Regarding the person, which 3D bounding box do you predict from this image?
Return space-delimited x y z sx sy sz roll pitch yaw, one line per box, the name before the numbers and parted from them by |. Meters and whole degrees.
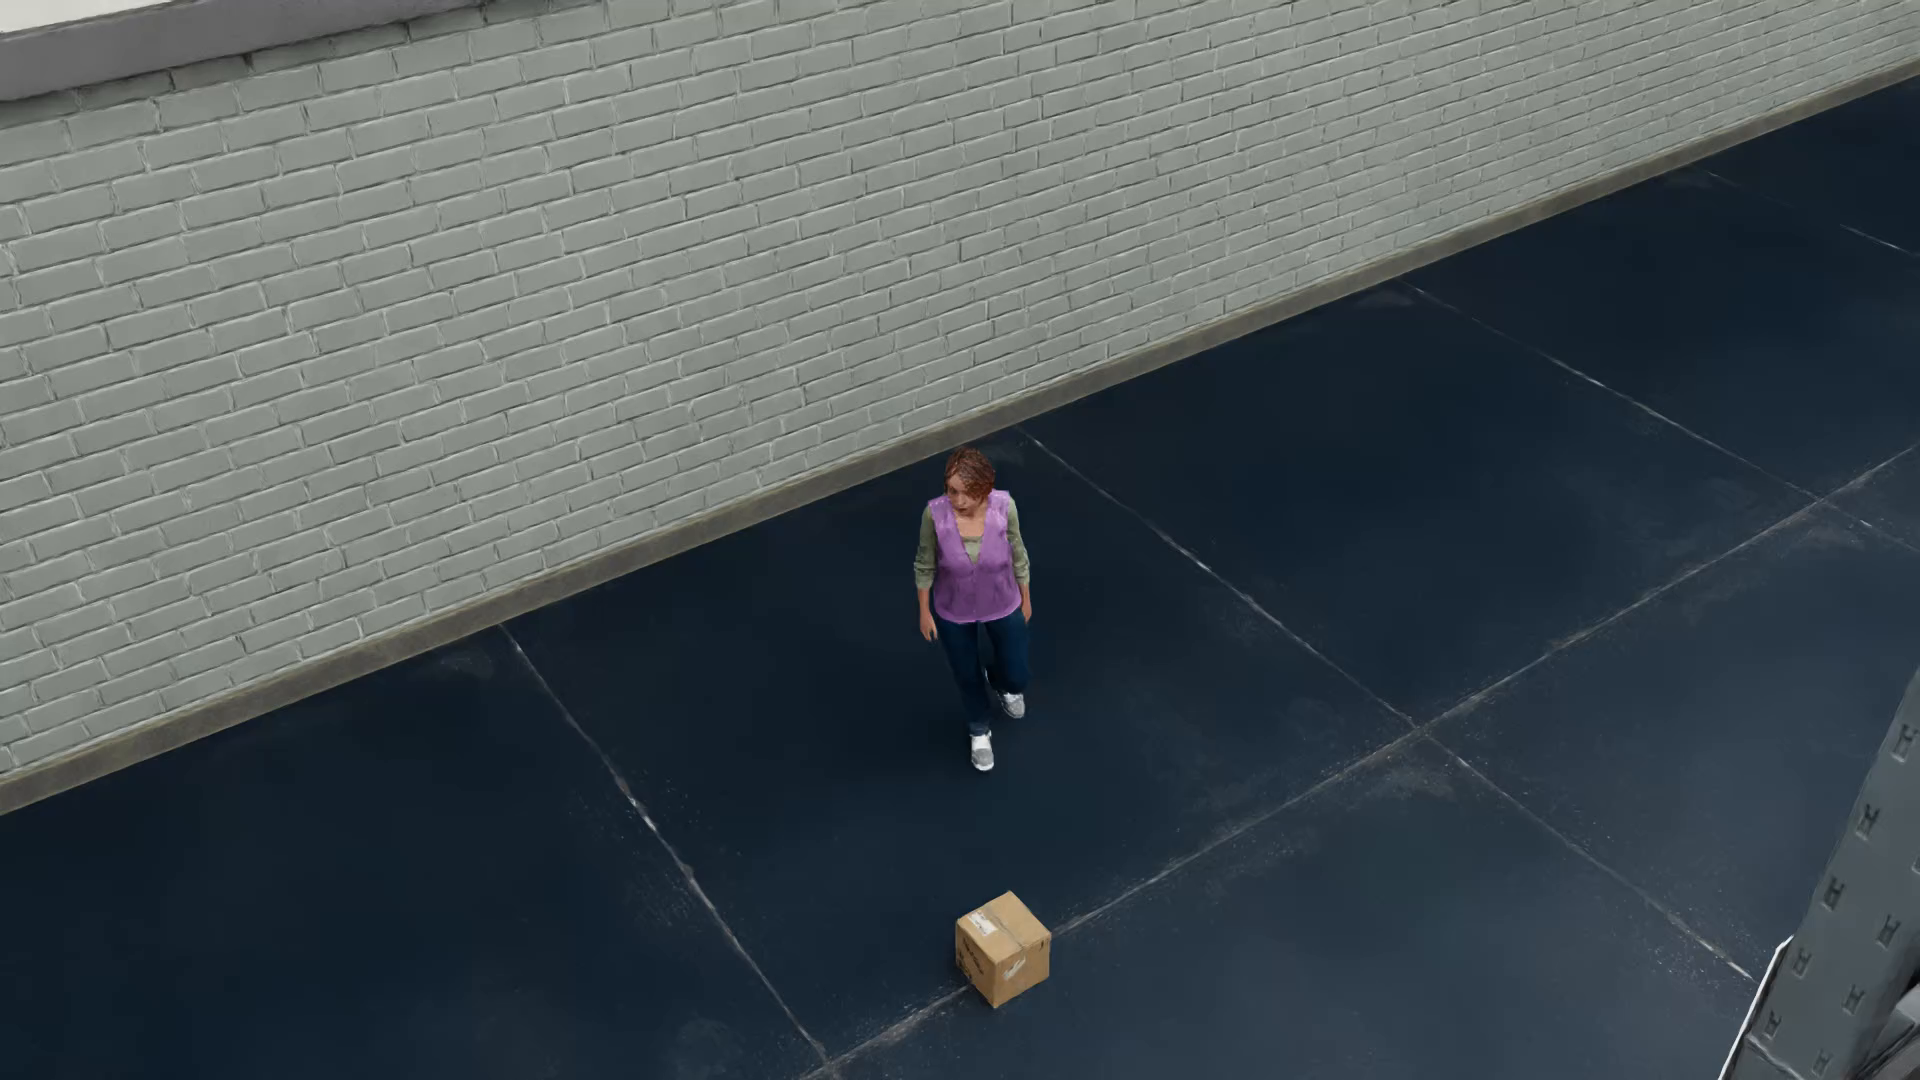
person | -3.121 2.237 2.669 7.105 3.169 9.048 -1 37 -2
